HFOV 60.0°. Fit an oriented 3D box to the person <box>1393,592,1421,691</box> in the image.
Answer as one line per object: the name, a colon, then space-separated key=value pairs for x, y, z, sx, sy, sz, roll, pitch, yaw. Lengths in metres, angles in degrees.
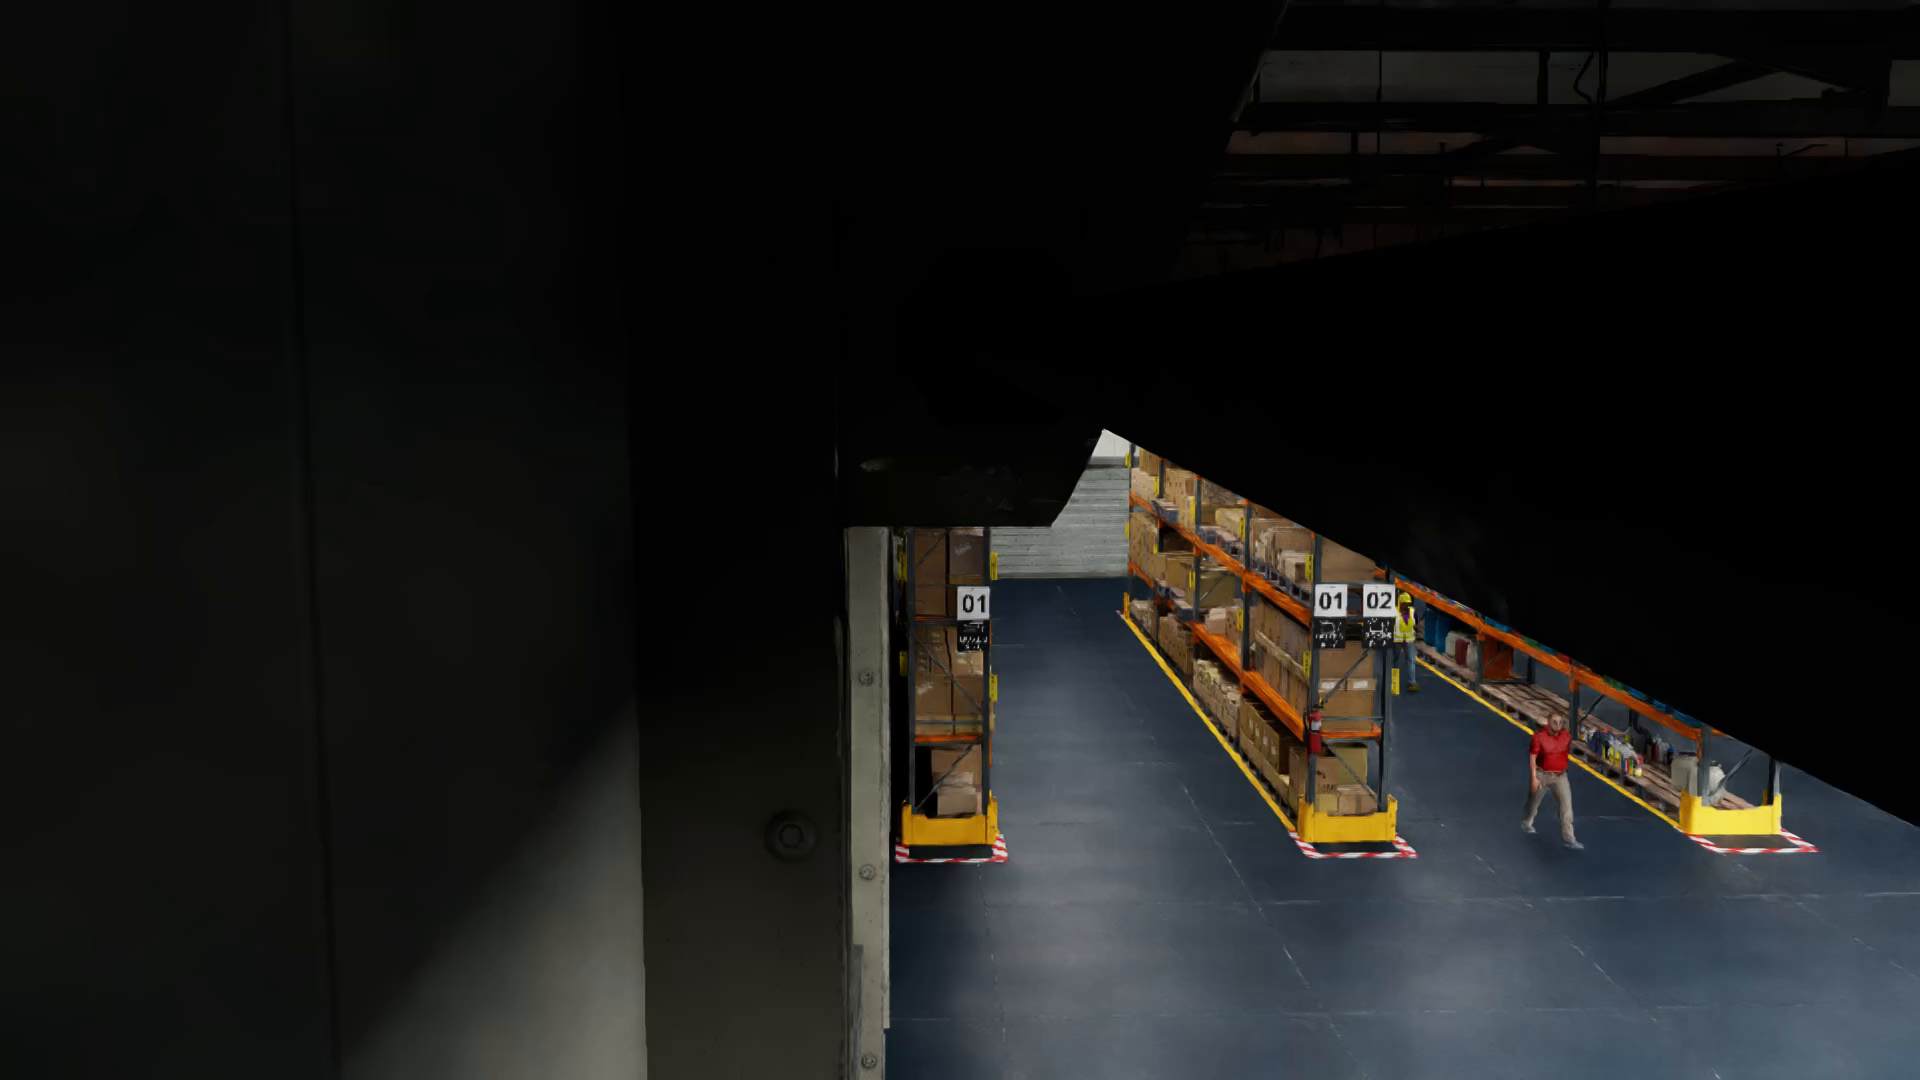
person: x=7.757 y=1.751 z=29.178 sx=0.577 sy=1.691 sz=1.121 roll=0 pitch=7 yaw=0

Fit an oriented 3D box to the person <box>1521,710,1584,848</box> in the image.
person: x=7.245 y=2.887 z=20.406 sx=0.547 sy=1.641 sz=1.115 roll=0 pitch=7 yaw=-4
